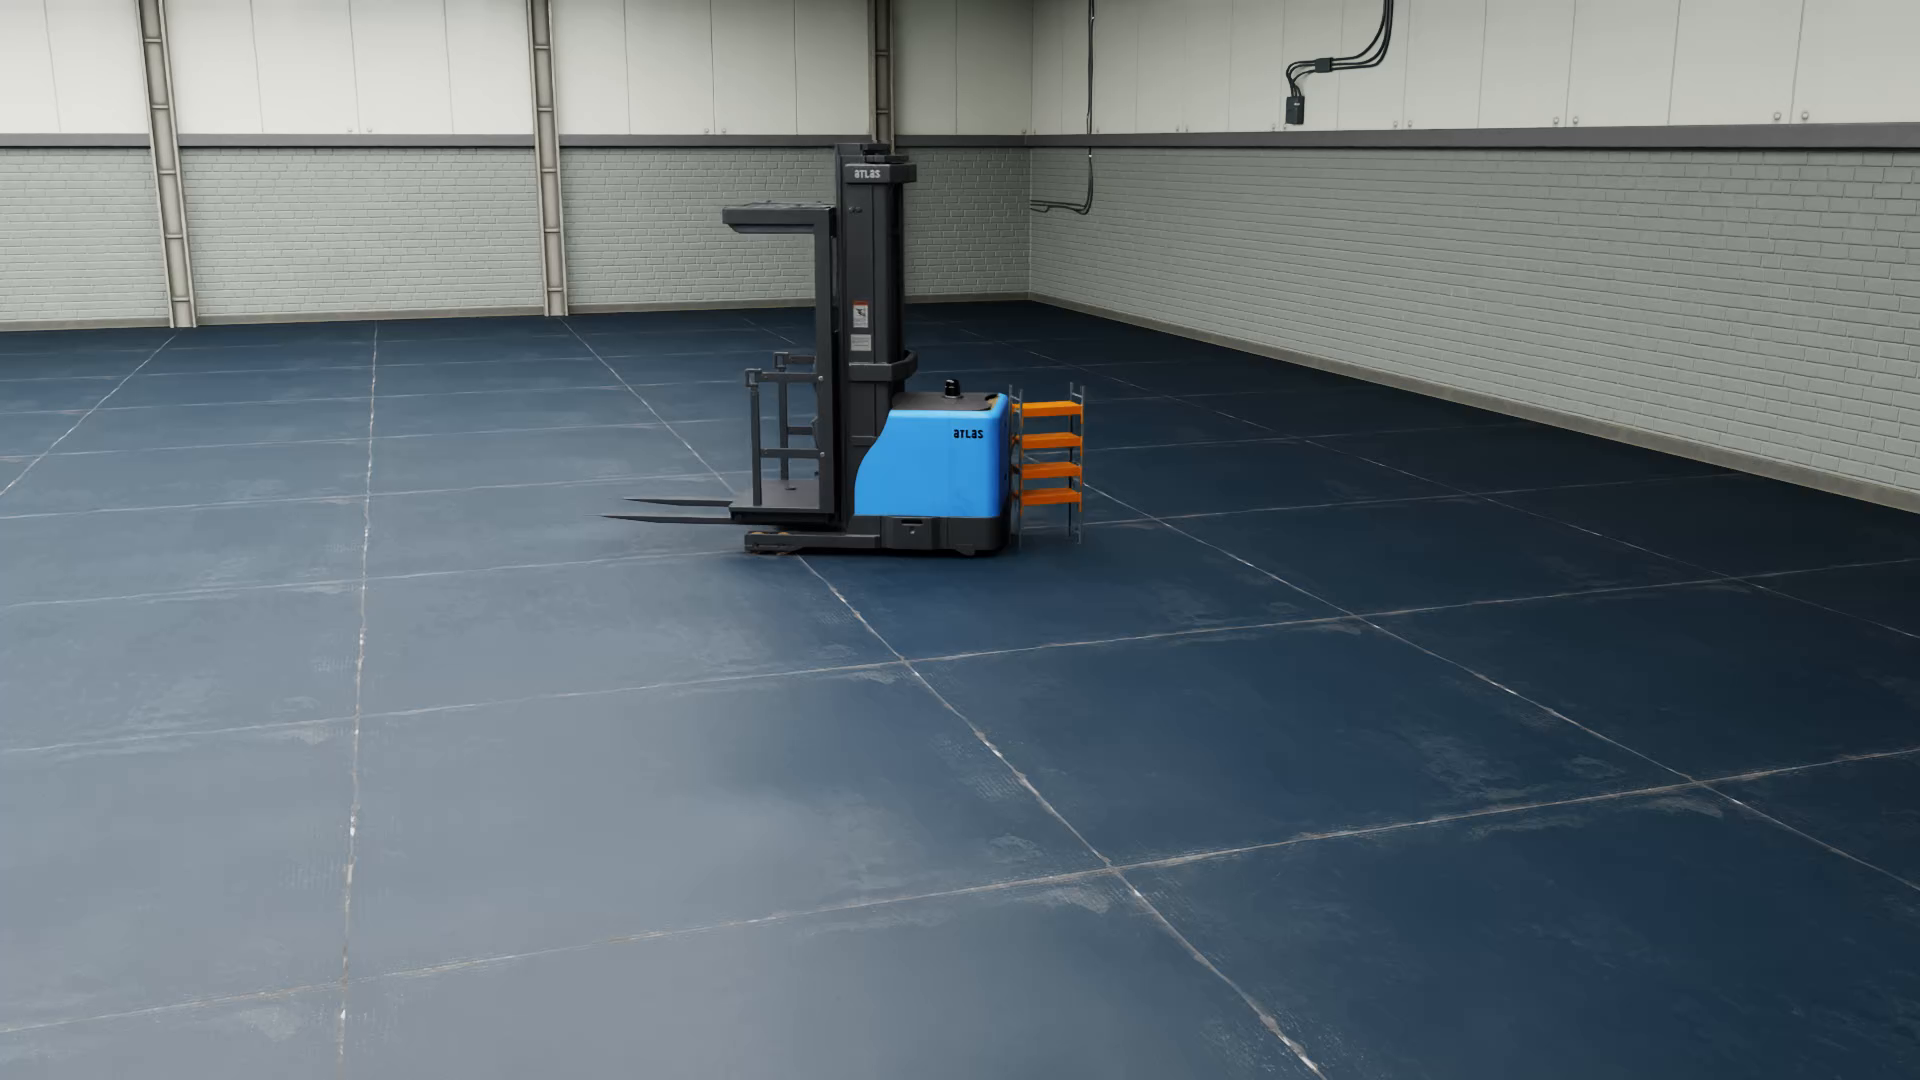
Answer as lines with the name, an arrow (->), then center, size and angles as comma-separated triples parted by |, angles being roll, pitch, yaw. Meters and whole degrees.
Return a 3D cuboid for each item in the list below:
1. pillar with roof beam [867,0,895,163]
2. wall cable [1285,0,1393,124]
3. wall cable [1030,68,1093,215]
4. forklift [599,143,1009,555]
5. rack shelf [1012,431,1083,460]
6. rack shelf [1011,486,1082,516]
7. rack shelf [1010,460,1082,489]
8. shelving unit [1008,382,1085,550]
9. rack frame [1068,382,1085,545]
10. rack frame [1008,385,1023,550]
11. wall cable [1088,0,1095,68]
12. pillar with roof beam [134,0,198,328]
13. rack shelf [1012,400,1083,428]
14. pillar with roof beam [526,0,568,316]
pillar with roof beam -> -0.064, -7.845, 26.180 | 0.400, 9.000, 9.100 | -4, 14, -18
wall cable -> 4.790, -8.288, 20.692 | 0.169, 6.003, 2.305 | -4, 14, -18
wall cable -> 1.777, -7.206, 30.203 | 0.112, 2.526, 3.097 | -4, 14, -18
forklift -> -1.165, -1.435, 12.342 | 3.031, 2.935, 1.130 | 1, 13, 5
rack shelf -> 0.640, -0.706, 12.341 | 0.480, 0.148, 0.258 | -4, 14, -18
rack shelf -> 0.640, -0.295, 12.438 | 0.480, 0.148, 0.258 | -4, 14, -18
rack shelf -> 0.640, -0.488, 12.392 | 0.480, 0.148, 0.258 | -4, 14, -18
shelving unit -> 0.640, -0.553, 12.377 | 0.503, 1.200, 0.258 | -4, 14, -18
rack frame -> 0.871, -0.572, 12.453 | 0.015, 1.200, 0.240 | -4, 14, -18
rack frame -> 0.409, -0.535, 12.300 | 0.015, 1.200, 0.240 | -4, 14, -18
wall cable -> 2.640, -9.070, 27.124 | 0.112, 2.526, 3.097 | -4, 14, -18
pillar with roof beam -> -11.437, -6.960, 22.456 | 0.400, 9.000, 9.100 | -4, 14, -18
rack shelf -> 0.640, -0.936, 12.286 | 0.480, 0.148, 0.258 | -4, 14, -18
pillar with roof beam -> -5.751, -7.403, 24.318 | 0.400, 9.000, 9.100 | -4, 14, -18
